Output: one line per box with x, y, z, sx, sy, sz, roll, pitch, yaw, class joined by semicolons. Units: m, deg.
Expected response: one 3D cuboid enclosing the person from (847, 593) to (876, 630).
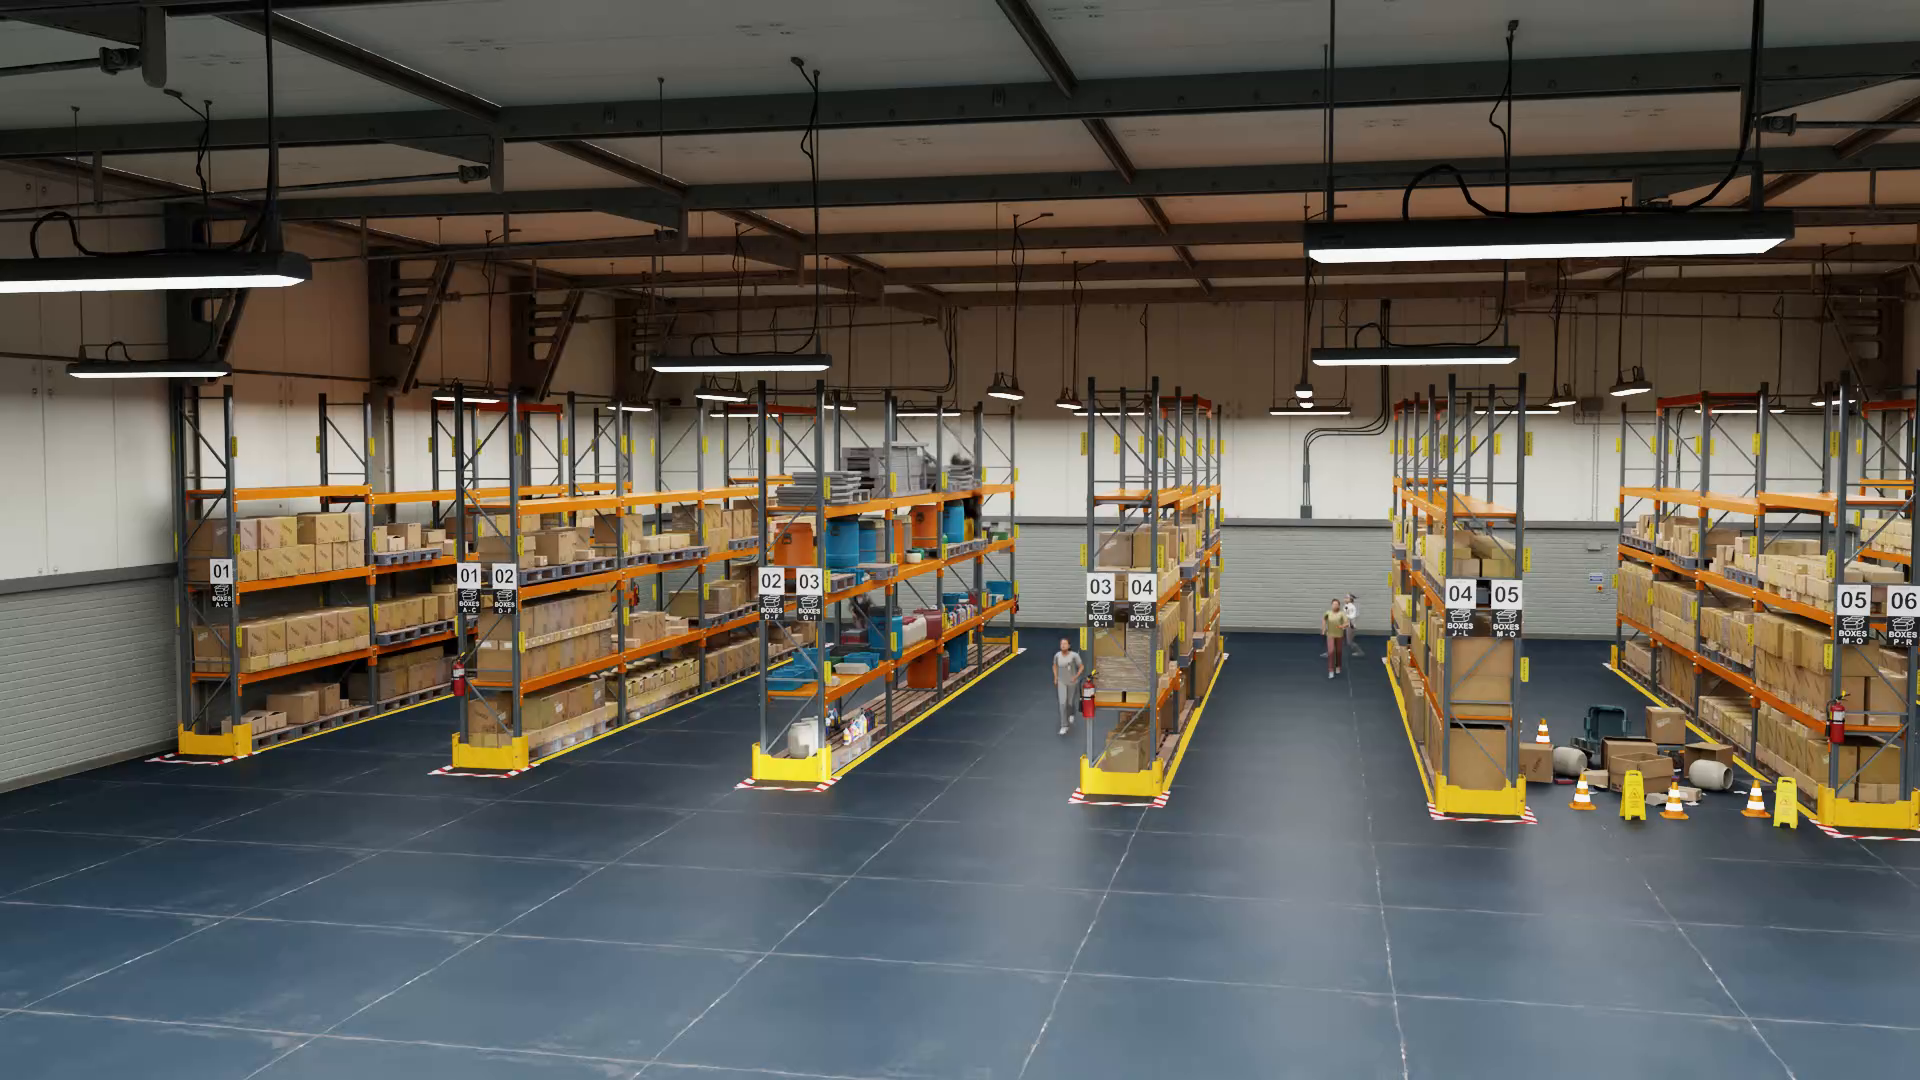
-2.393;1.916;40.254;0.689;1.677;0.543;0;3;2;person

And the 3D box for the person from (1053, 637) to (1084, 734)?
1.907;2.538;29.294;0.566;1.675;0.784;1;3;15;person

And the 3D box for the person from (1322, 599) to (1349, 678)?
8.165;2.122;36.175;0.575;1.668;0.893;1;3;16;person

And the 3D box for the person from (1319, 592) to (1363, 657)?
9.103;2.008;39.229;1.065;1.555;0.686;-1;3;-18;person

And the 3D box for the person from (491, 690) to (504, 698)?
-8.249;2.448;29.816;0.671;1.825;0.964;1;3;14;person
